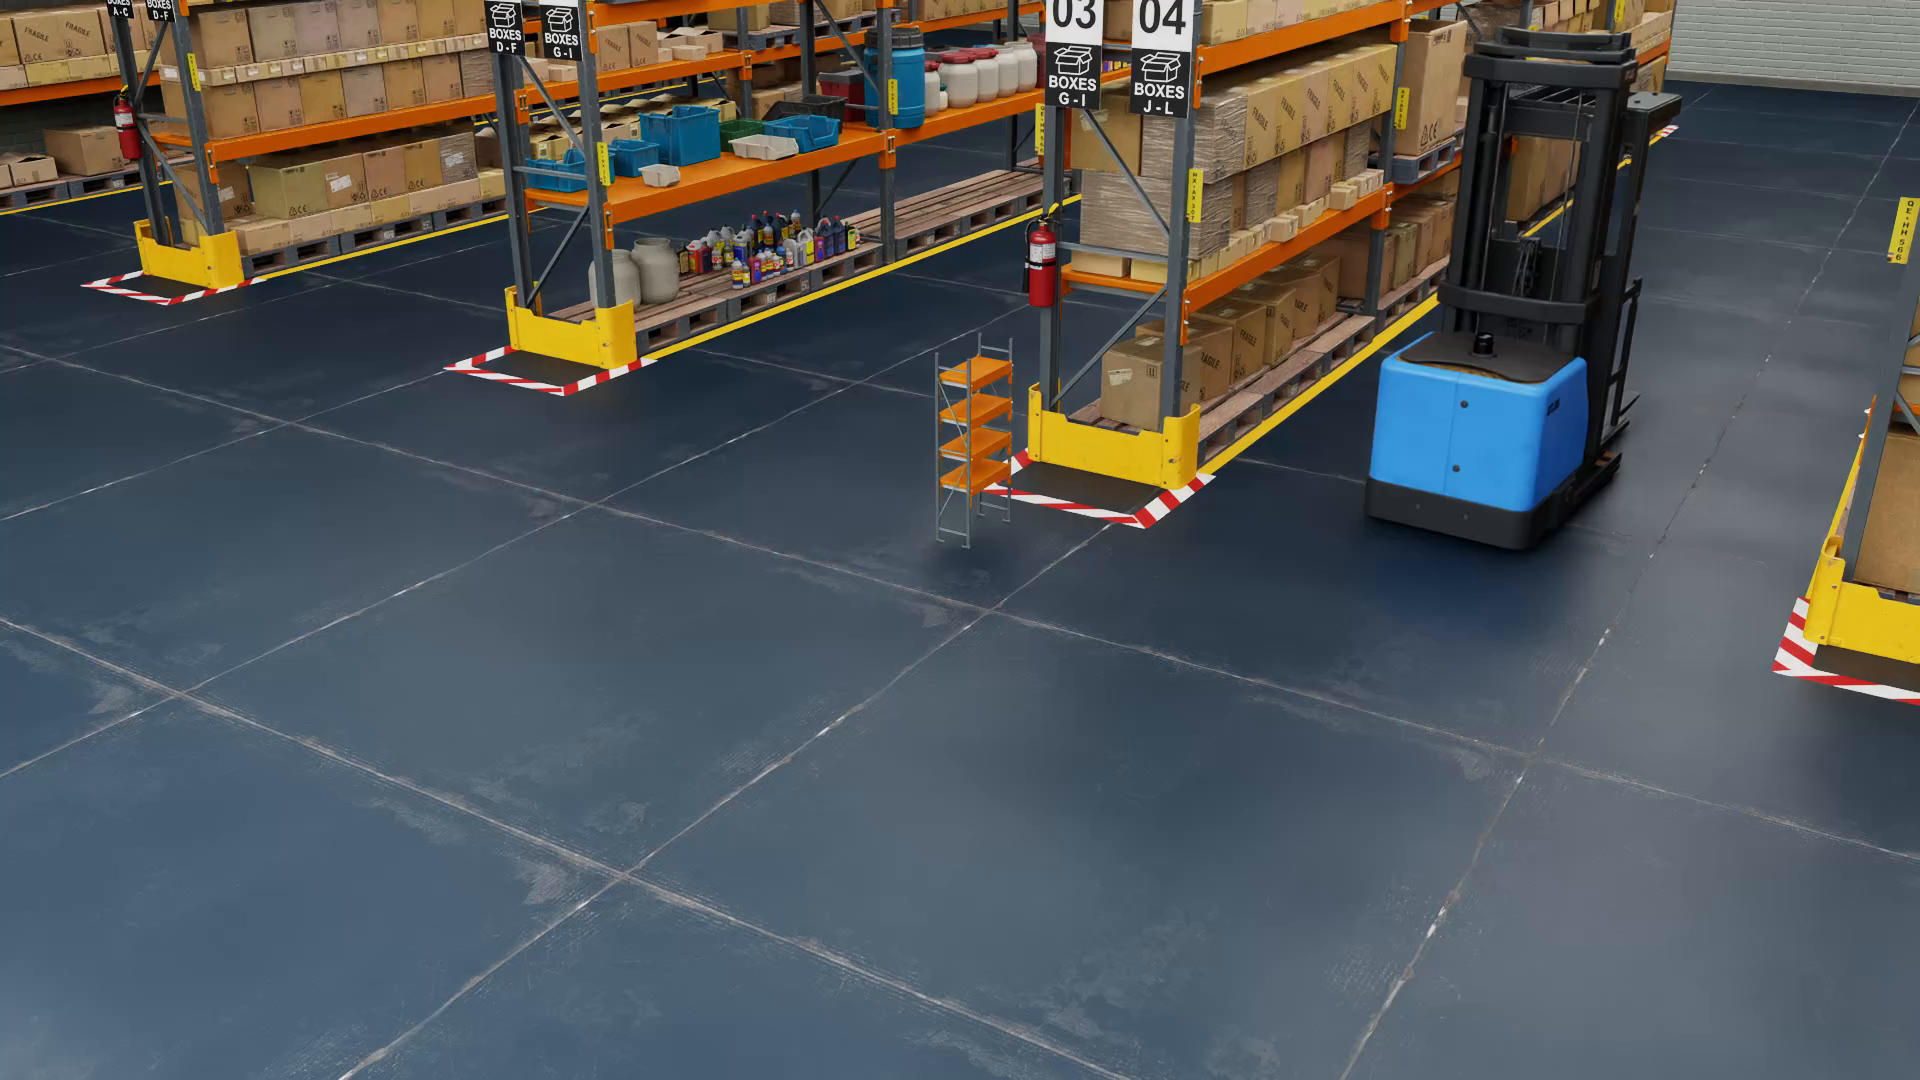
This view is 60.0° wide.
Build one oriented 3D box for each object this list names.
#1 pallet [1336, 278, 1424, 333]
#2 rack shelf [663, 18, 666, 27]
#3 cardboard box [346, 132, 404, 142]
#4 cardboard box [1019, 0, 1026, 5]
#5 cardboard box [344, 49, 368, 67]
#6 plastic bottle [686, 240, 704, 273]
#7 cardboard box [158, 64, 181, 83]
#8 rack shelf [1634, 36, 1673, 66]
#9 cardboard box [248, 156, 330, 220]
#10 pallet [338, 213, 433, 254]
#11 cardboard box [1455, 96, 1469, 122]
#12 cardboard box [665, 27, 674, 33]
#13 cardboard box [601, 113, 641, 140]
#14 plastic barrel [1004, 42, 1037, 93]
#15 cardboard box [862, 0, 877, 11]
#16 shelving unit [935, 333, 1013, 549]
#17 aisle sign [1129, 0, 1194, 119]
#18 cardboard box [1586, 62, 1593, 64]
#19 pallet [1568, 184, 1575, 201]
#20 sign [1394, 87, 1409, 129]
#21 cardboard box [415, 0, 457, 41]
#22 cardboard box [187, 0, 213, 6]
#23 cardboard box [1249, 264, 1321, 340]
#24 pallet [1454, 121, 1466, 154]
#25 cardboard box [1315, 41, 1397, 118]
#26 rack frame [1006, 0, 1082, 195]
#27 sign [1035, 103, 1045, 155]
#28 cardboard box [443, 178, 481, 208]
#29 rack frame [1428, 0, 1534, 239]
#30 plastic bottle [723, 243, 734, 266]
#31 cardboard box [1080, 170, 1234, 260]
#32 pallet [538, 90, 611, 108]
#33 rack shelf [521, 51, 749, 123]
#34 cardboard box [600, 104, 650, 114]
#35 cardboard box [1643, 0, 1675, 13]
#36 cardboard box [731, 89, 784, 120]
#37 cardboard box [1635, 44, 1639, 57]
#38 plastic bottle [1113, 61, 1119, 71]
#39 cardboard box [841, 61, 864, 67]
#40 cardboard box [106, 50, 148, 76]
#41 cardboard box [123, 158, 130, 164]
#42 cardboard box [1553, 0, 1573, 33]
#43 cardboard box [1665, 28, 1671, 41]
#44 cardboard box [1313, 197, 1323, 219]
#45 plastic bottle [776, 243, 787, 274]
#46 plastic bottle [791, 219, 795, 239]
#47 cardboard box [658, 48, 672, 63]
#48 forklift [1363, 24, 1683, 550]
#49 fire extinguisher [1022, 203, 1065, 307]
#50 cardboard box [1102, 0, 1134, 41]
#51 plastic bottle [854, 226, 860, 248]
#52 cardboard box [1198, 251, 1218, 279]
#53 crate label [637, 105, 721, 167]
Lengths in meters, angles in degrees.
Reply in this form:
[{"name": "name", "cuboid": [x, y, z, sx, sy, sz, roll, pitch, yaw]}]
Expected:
[{"name": "pallet", "cuboid": [3.513, -2.187, 15.037, 1.003, 0.211, 1.213, 14, 27, 29]}, {"name": "rack shelf", "cuboid": [-4.246, -9.363, 29.008, 1.077, 0.370, 4.000, 14, 27, 29]}, {"name": "cardboard box", "cuboid": [-6.348, -4.128, 17.997, 0.500, 0.500, 0.500, 14, 27, 29]}, {"name": "cardboard box", "cuboid": [0.744, -8.993, 27.122, 0.500, 0.500, 0.500, 14, 27, 29]}, {"name": "cardboard box", "cuboid": [-6.219, -4.880, 16.806, 0.380, 0.149, 0.250, 14, 27, 29]}, {"name": "plastic bottle", "cuboid": [-2.462, -2.635, 15.435, 0.152, 0.276, 0.135, 14, 27, 29]}, {"name": "cardboard box", "cuboid": [-7.381, -4.443, 15.796, 0.380, 0.149, 0.250, 13, 27, 28]}, {"name": "rack shelf", "cuboid": [8.378, -6.249, 21.814, 1.077, 0.370, 4.000, 14, 27, 29]}, {"name": "cardboard box", "cuboid": [-6.686, -3.509, 16.570, 0.500, 0.500, 0.500, 14, 27, 29]}, {"name": "pallet", "cuboid": [-6.408, -3.328, 17.672, 1.003, 0.211, 1.213, 14, 27, 29]}, {"name": "cardboard box", "cuboid": [4.563, -4.065, 15.506, 0.396, 0.266, 0.258, 13, 27, 27]}, {"name": "cardboard box", "cuboid": [-5.065, -8.585, 28.106, 0.380, 0.149, 0.250, 14, 27, 29]}, {"name": "cardboard box", "cuboid": [-4.071, -5.076, 20.425, 0.500, 0.311, 0.500, 15, 27, 30]}, {"name": "plastic barrel", "cuboid": [0.645, -5.251, 18.463, 0.421, 0.512, 0.421, 0, 23, 0]}, {"name": "cardboard box", "cuboid": [-1.530, -8.107, 24.546, 0.700, 0.500, 0.500, 5, 24, 11]}, {"name": "shelving unit", "cuboid": [0.087, -0.606, 10.141, 0.258, 1.200, 0.503, 14, 27, 29]}, {"name": "aisle sign", "cuboid": [1.216, -2.963, 10.046, 0.394, 0.787, 0.004, 14, 27, 29]}, {"name": "cardboard box", "cuboid": [7.042, -5.569, 19.213, 0.500, 0.500, 0.500, 15, 27, 31]}, {"name": "pallet", "cuboid": [6.981, -4.348, 20.028, 1.003, 0.211, 1.213, 14, 27, 29]}, {"name": "sign", "cuboid": [3.569, -3.490, 13.446, 0.100, 0.325, 0.005, 14, 27, 29]}, {"name": "cardboard box", "cuboid": [-5.805, -5.600, 17.652, 0.700, 0.500, 0.500, 14, 27, 29]}, {"name": "cardboard box", "cuboid": [-9.508, -6.378, 20.427, 0.500, 0.500, 0.500, 14, 27, 29]}, {"name": "cardboard box", "cuboid": [2.563, -1.928, 13.545, 0.500, 0.500, 0.500, -18, 29, -36]}, {"name": "pallet", "cuboid": [4.204, -3.789, 15.468, 1.003, 0.211, 1.213, 14, 27, 29]}, {"name": "cardboard box", "cuboid": [3.100, -3.635, 13.113, 0.500, 0.500, 0.500, 14, 27, 29]}, {"name": "rack frame", "cuboid": [1.006, -5.592, 19.391, 1.000, 3.000, 0.127, 14, 27, 29]}, {"name": "sign", "cuboid": [0.533, -2.653, 10.748, 0.100, 0.325, 0.005, 14, 27, 29]}, {"name": "cardboard box", "cuboid": [-5.642, -3.843, 18.284, 0.500, 0.250, 0.500, 14, 27, 29]}, {"name": "rack frame", "cuboid": [5.214, -4.554, 16.993, 1.000, 3.000, 0.127, 14, 27, 29]}, {"name": "plastic bottle", "cuboid": [-2.179, -2.693, 15.665, 0.097, 0.201, 0.097, 0, 23, 0]}, {"name": "cardboard box", "cuboid": [1.307, -2.216, 11.093, 0.875, 0.500, 0.500, 14, 27, 29]}, {"name": "pallet", "cuboid": [-6.287, -7.049, 26.266, 1.003, 0.211, 1.213, 14, 27, 29]}, {"name": "rack shelf", "cuboid": [-4.255, -5.626, 20.375, 1.077, 0.370, 4.000, 14, 27, 29]}, {"name": "cardboard box", "cuboid": [-4.267, -5.353, 21.067, 0.500, 0.311, 0.500, 13, 27, 28]}, {"name": "cardboard box", "cuboid": [9.400, -7.446, 22.545, 0.500, 0.500, 0.500, 14, 27, 30]}, {"name": "cardboard box", "cuboid": [-2.718, -5.780, 22.418, 0.500, 0.500, 0.500, 15, 28, 31]}, {"name": "cardboard box", "cuboid": [8.445, -6.256, 21.242, 0.380, 0.149, 0.250, 14, 27, 30]}, {"name": "plastic bottle", "cuboid": [1.862, -5.808, 20.038, 0.061, 0.283, 0.133, 14, 27, 29]}, {"name": "cardboard box", "cuboid": [-1.553, -6.924, 25.060, 0.500, 0.500, 0.500, 13, 26, 27]}, {"name": "cardboard box", "cuboid": [-10.035, -5.695, 19.794, 0.500, 0.250, 0.500, 14, 27, 29]}, {"name": "cardboard box", "cuboid": [-10.382, -4.676, 20.310, 0.380, 0.149, 0.250, 12, 26, 25]}, {"name": "cardboard box", "cuboid": [6.307, -5.751, 18.369, 0.797, 0.503, 0.637, 15, 27, 31]}, {"name": "cardboard box", "cuboid": [9.525, -6.949, 22.843, 0.380, 0.149, 0.250, 14, 27, 30]}, {"name": "cardboard box", "cuboid": [2.538, -2.543, 12.664, 0.380, 0.149, 0.250, 14, 27, 29]}, {"name": "plastic bottle", "cuboid": [-1.653, -2.606, 15.374, 0.097, 0.271, 0.097, 0, 23, 0]}, {"name": "plastic bottle", "cuboid": [-1.698, -3.109, 16.626, 0.097, 0.201, 0.097, 0, 23, 0]}, {"name": "cardboard box", "cuboid": [-3.825, -6.074, 20.820, 0.380, 0.149, 0.250, 16, 28, 33]}, {"name": "forklift", "cuboid": [3.817, -1.813, 10.748, 1.130, 2.935, 3.031, 16, 28, 33]}, {"name": "fire extinguisher", "cuboid": [0.542, -1.876, 10.906, 0.296, 0.674, 0.183, 14, 27, 29]}, {"name": "cardboard box", "cuboid": [1.032, -3.377, 10.689, 0.500, 0.250, 0.500, 15, 27, 30]}, {"name": "plastic bottle", "cuboid": [-1.031, -2.972, 16.307, 0.097, 0.201, 0.097, 0, 23, 0]}, {"name": "cardboard box", "cuboid": [1.495, -1.865, 11.099, 0.380, 0.149, 0.250, 14, 27, 29]}, {"name": "crate label", "cuboid": [-2.473, -3.586, 14.713, 0.502, 0.435, 0.616, 14, 27, 29]}]
